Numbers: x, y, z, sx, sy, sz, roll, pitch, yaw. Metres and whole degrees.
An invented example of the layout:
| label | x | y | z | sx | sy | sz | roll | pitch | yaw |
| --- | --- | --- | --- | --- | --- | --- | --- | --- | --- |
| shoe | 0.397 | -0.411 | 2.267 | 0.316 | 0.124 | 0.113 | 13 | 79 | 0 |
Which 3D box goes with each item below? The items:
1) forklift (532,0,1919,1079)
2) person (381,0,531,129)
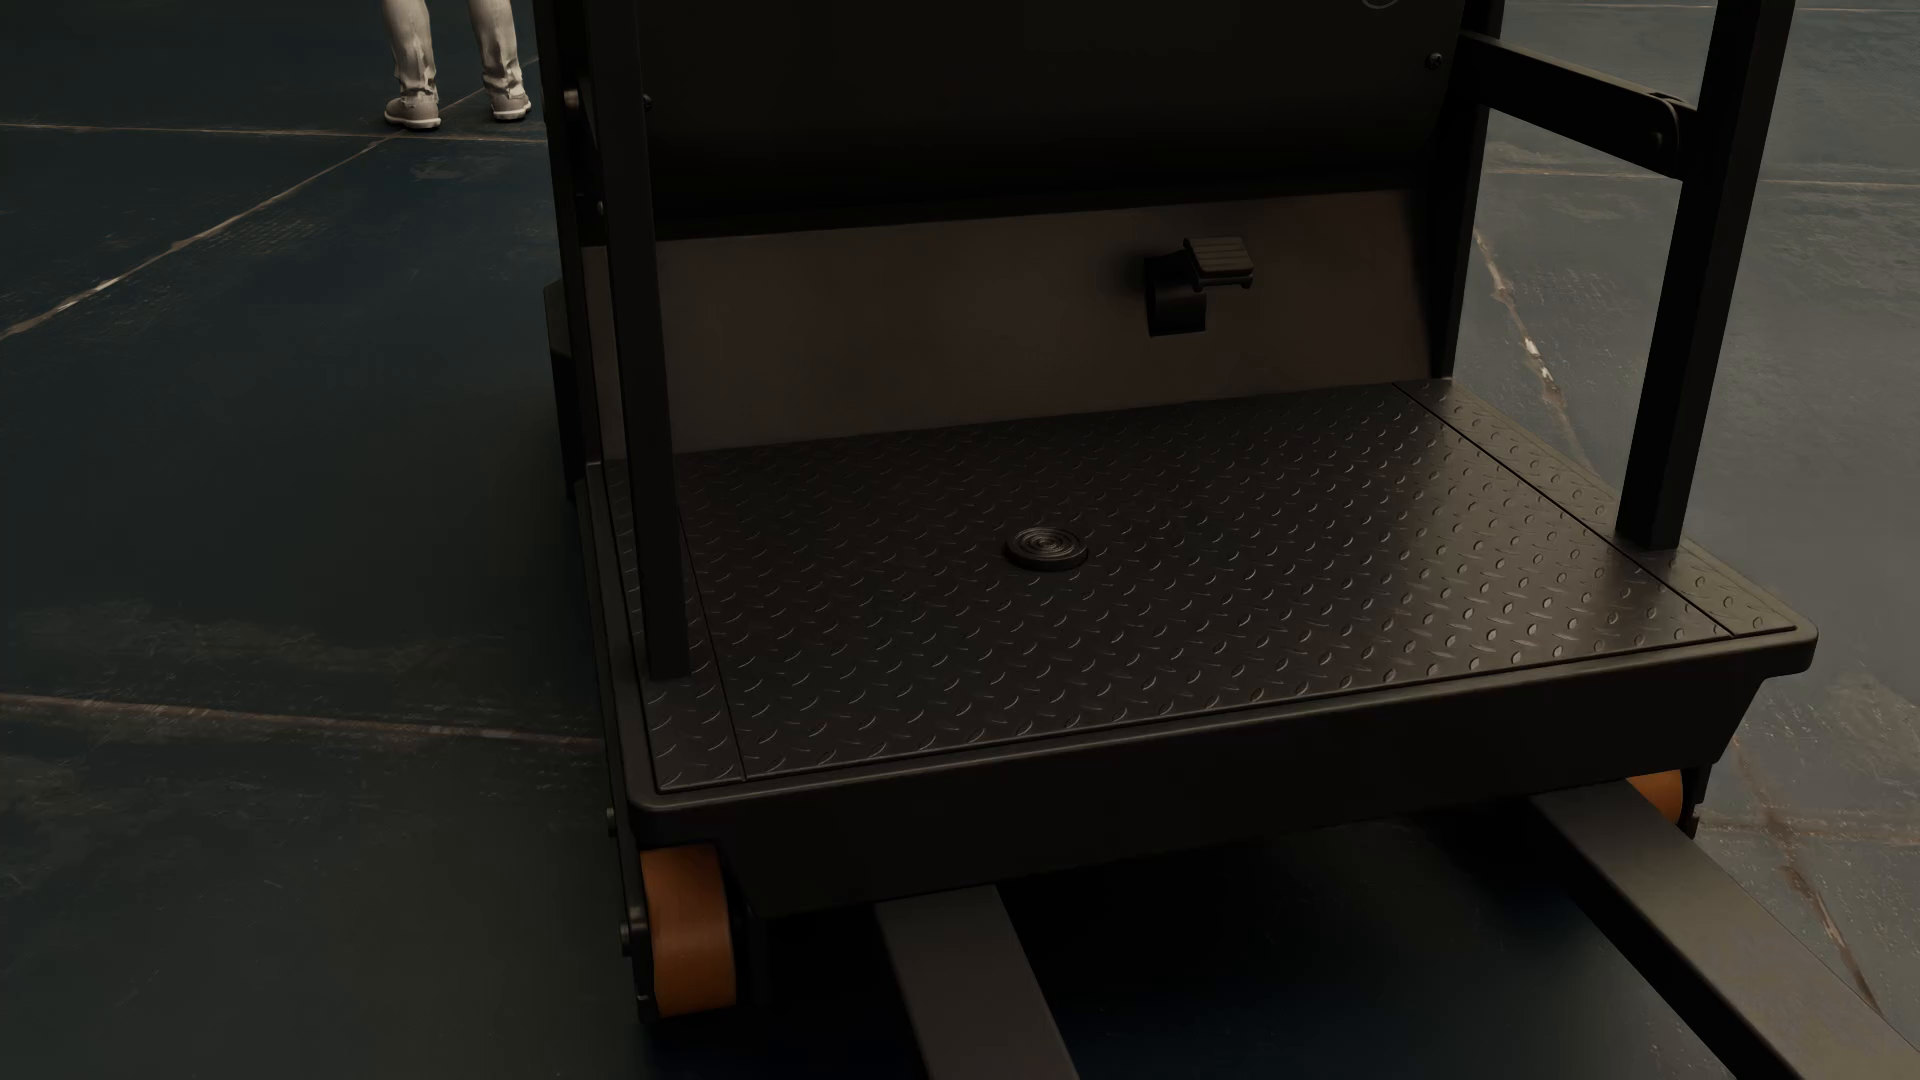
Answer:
| label | x | y | z | sx | sy | sz | roll | pitch | yaw |
| --- | --- | --- | --- | --- | --- | --- | --- | --- | --- |
| forklift | 0.153 | -1.049 | 1.319 | 1.130 | 2.935 | 3.031 | -7 | 27 | -13 |
| person | -1.542 | -2.015 | 4.679 | 0.530 | 1.663 | 0.377 | -13 | 29 | -24 |
